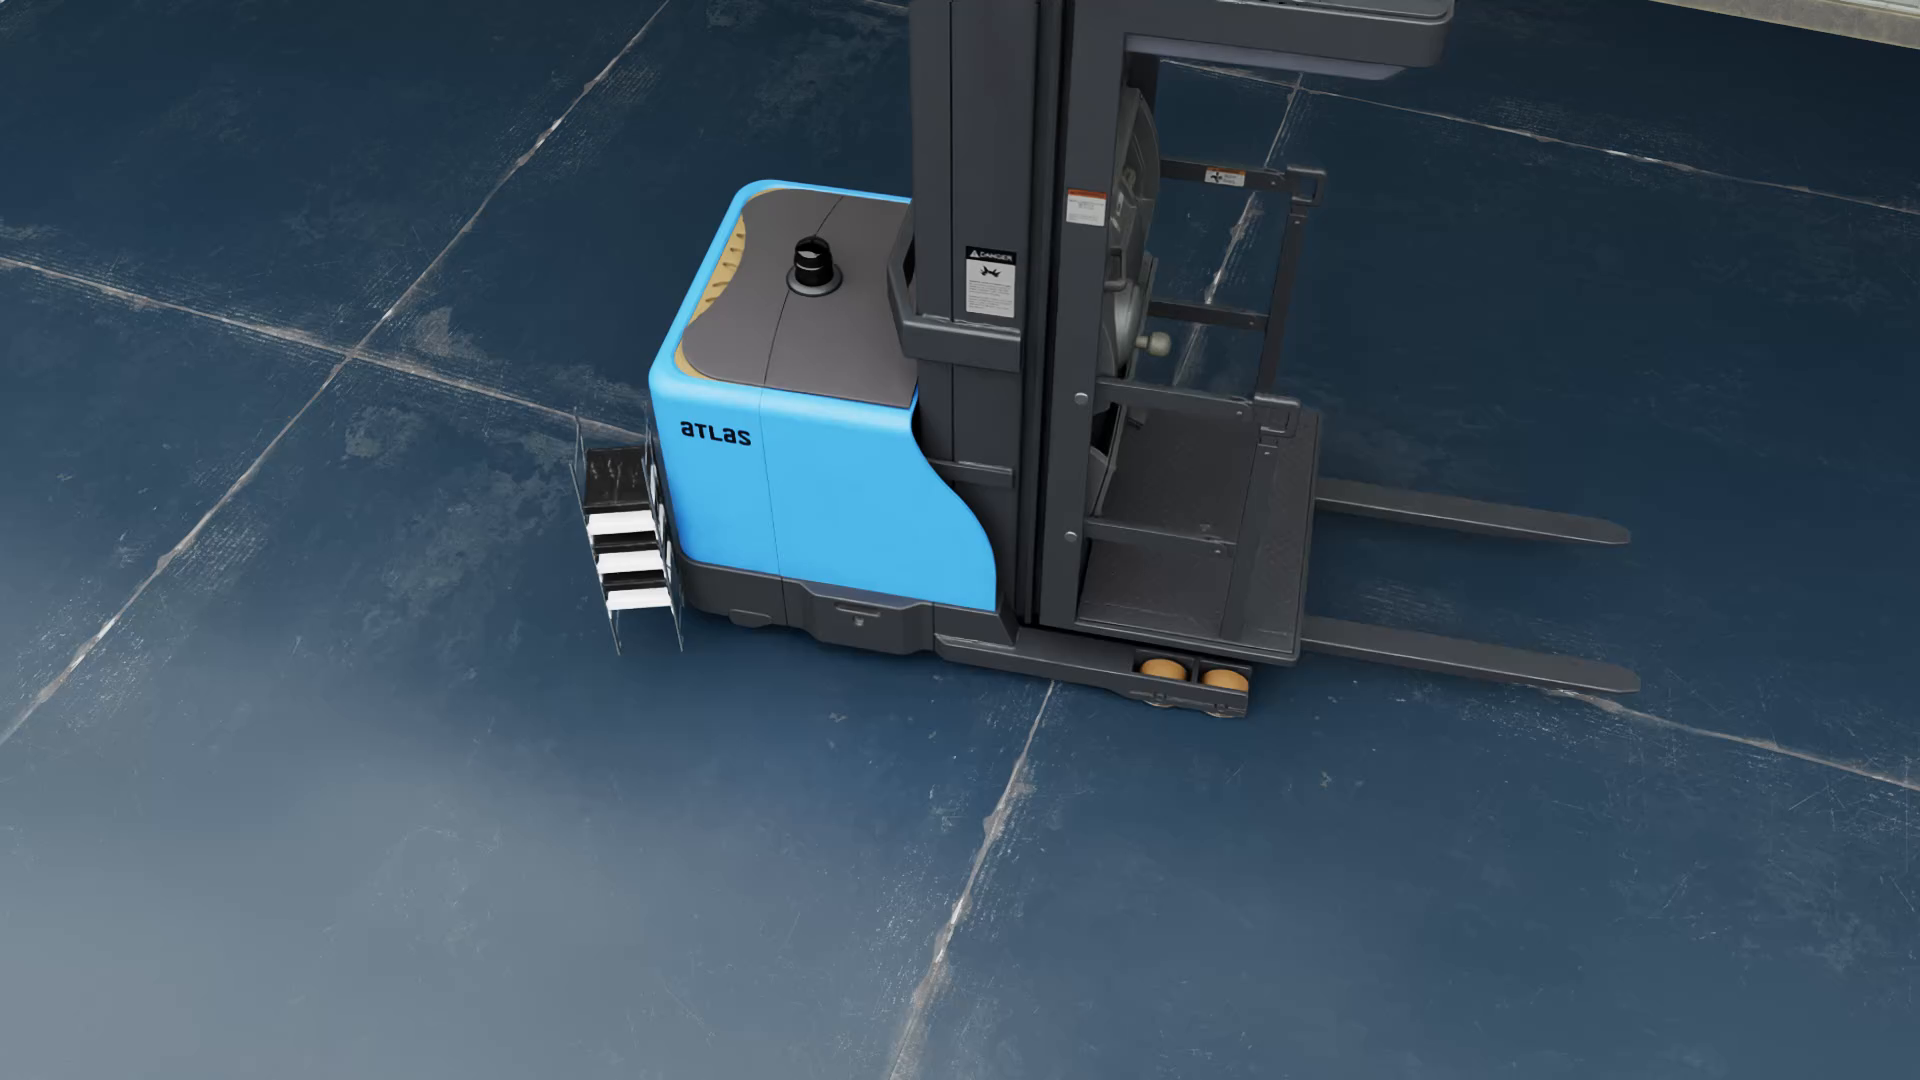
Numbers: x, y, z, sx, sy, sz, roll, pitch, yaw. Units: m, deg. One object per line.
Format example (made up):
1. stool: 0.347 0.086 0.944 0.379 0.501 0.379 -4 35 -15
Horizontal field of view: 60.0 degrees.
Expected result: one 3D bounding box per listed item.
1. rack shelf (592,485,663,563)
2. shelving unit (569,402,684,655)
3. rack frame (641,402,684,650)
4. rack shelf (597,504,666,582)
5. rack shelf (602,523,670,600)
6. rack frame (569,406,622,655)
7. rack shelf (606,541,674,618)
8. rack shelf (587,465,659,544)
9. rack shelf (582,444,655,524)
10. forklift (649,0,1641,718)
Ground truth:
1. rack shelf: -1.022 -0.054 5.126 0.200 0.077 0.258 -4 49 -4
2. shelving unit: -1.022 -0.017 5.169 0.210 0.900 0.258 -4 49 -4
3. rack frame: -0.921 -0.024 5.175 0.006 0.900 0.240 -4 49 -4
4. rack shelf: -1.022 0.005 5.194 0.200 0.077 0.258 -4 49 -4
5. rack shelf: -1.022 0.064 5.262 0.200 0.077 0.258 -4 49 -4
6. rack frame: -1.123 -0.009 5.163 0.006 0.900 0.240 -4 49 -4
7. rack shelf: -1.022 0.123 5.330 0.200 0.077 0.258 -4 49 -4
8. rack shelf: -1.022 -0.113 5.058 0.200 0.077 0.258 -4 49 -4
9. rack shelf: -1.022 -0.172 4.990 0.200 0.077 0.258 -4 49 -4
10. forklift: 0.659 -0.840 4.539 3.031 2.935 1.130 9 50 8
